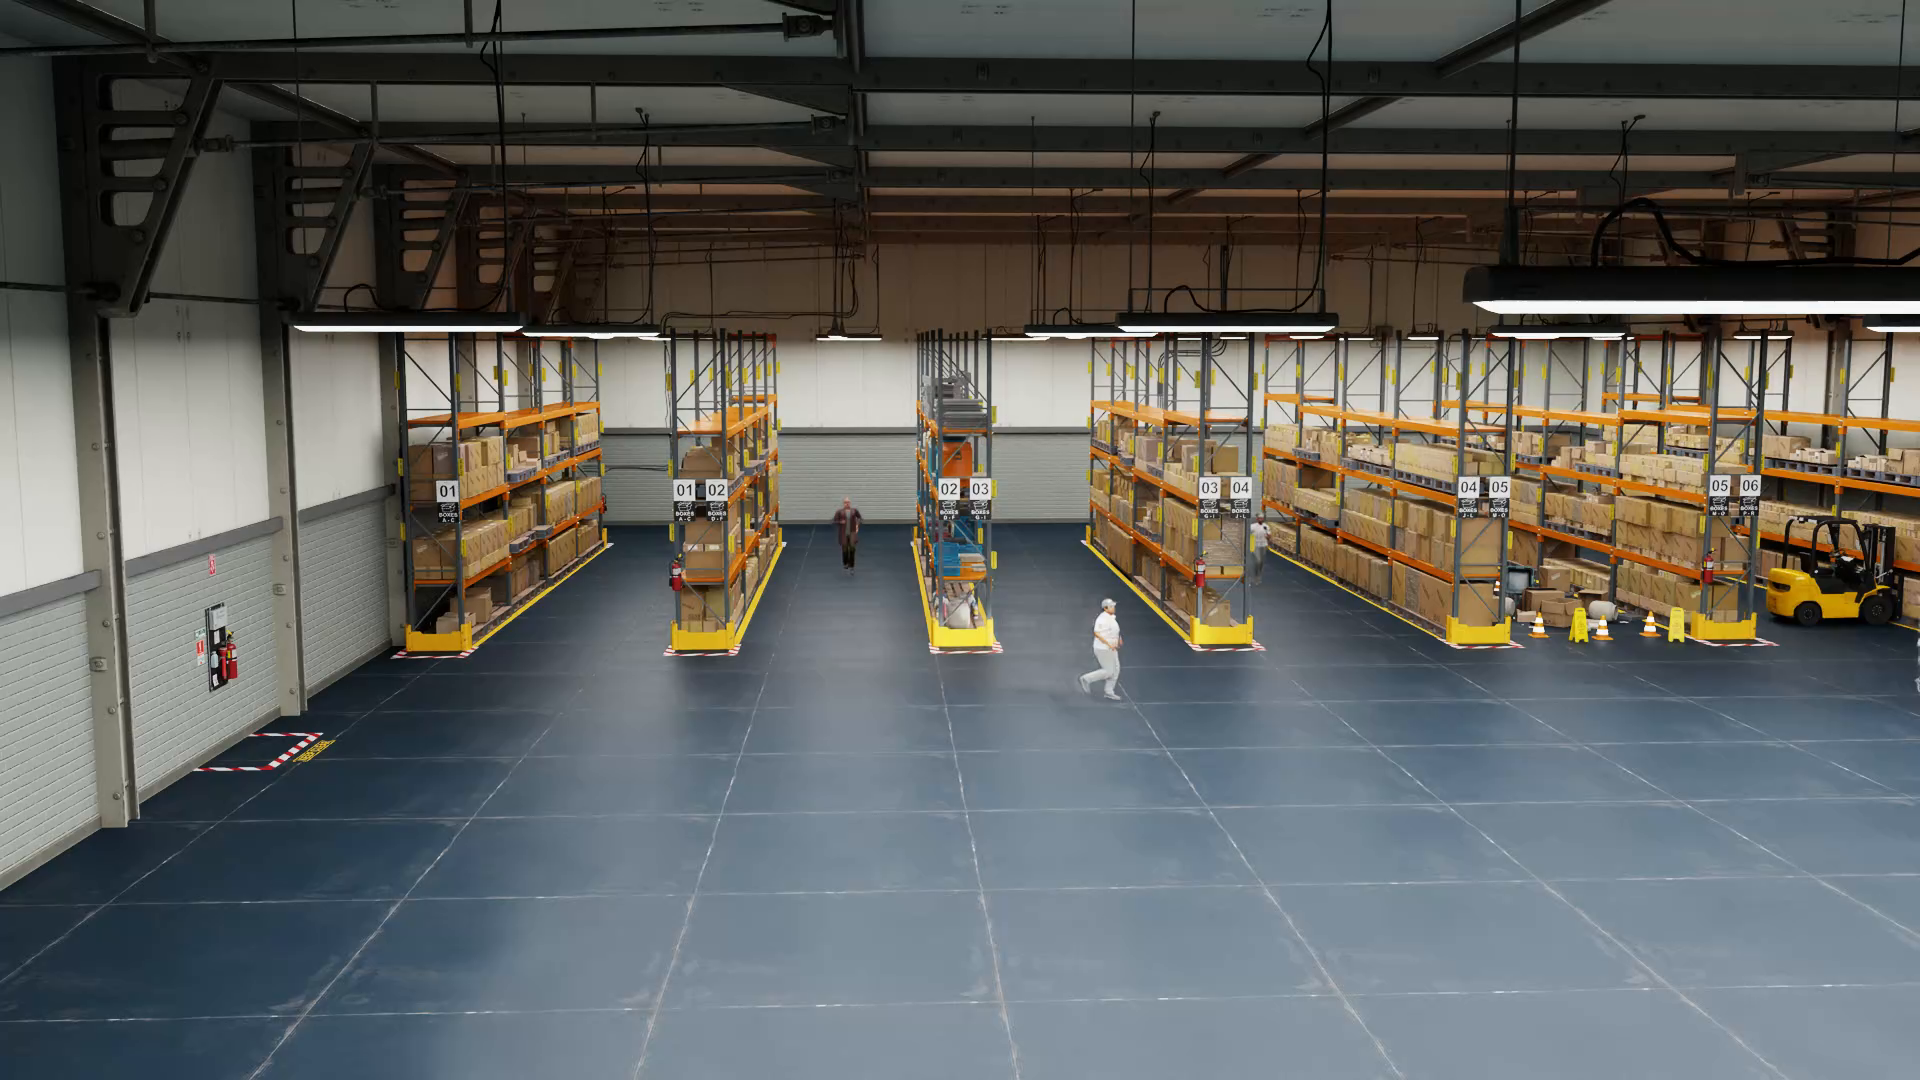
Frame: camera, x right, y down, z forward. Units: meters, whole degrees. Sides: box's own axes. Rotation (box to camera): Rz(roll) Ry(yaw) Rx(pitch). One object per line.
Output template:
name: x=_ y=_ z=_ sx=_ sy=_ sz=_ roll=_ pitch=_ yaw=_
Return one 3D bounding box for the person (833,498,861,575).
person: x=-2.719 y=0.005 z=40.304 sx=0.688 sy=1.643 sz=0.789 roll=-1 pitch=7 yaw=-6

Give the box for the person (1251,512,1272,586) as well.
person: x=7.159 y=0.197 z=39.784 sx=0.549 sy=1.755 sz=0.755 roll=-1 pitch=7 yaw=-11

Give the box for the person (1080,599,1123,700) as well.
person: x=2.317 y=1.759 z=26.937 sx=0.641 sy=1.650 sz=0.607 roll=3 pitch=7 yaw=22
